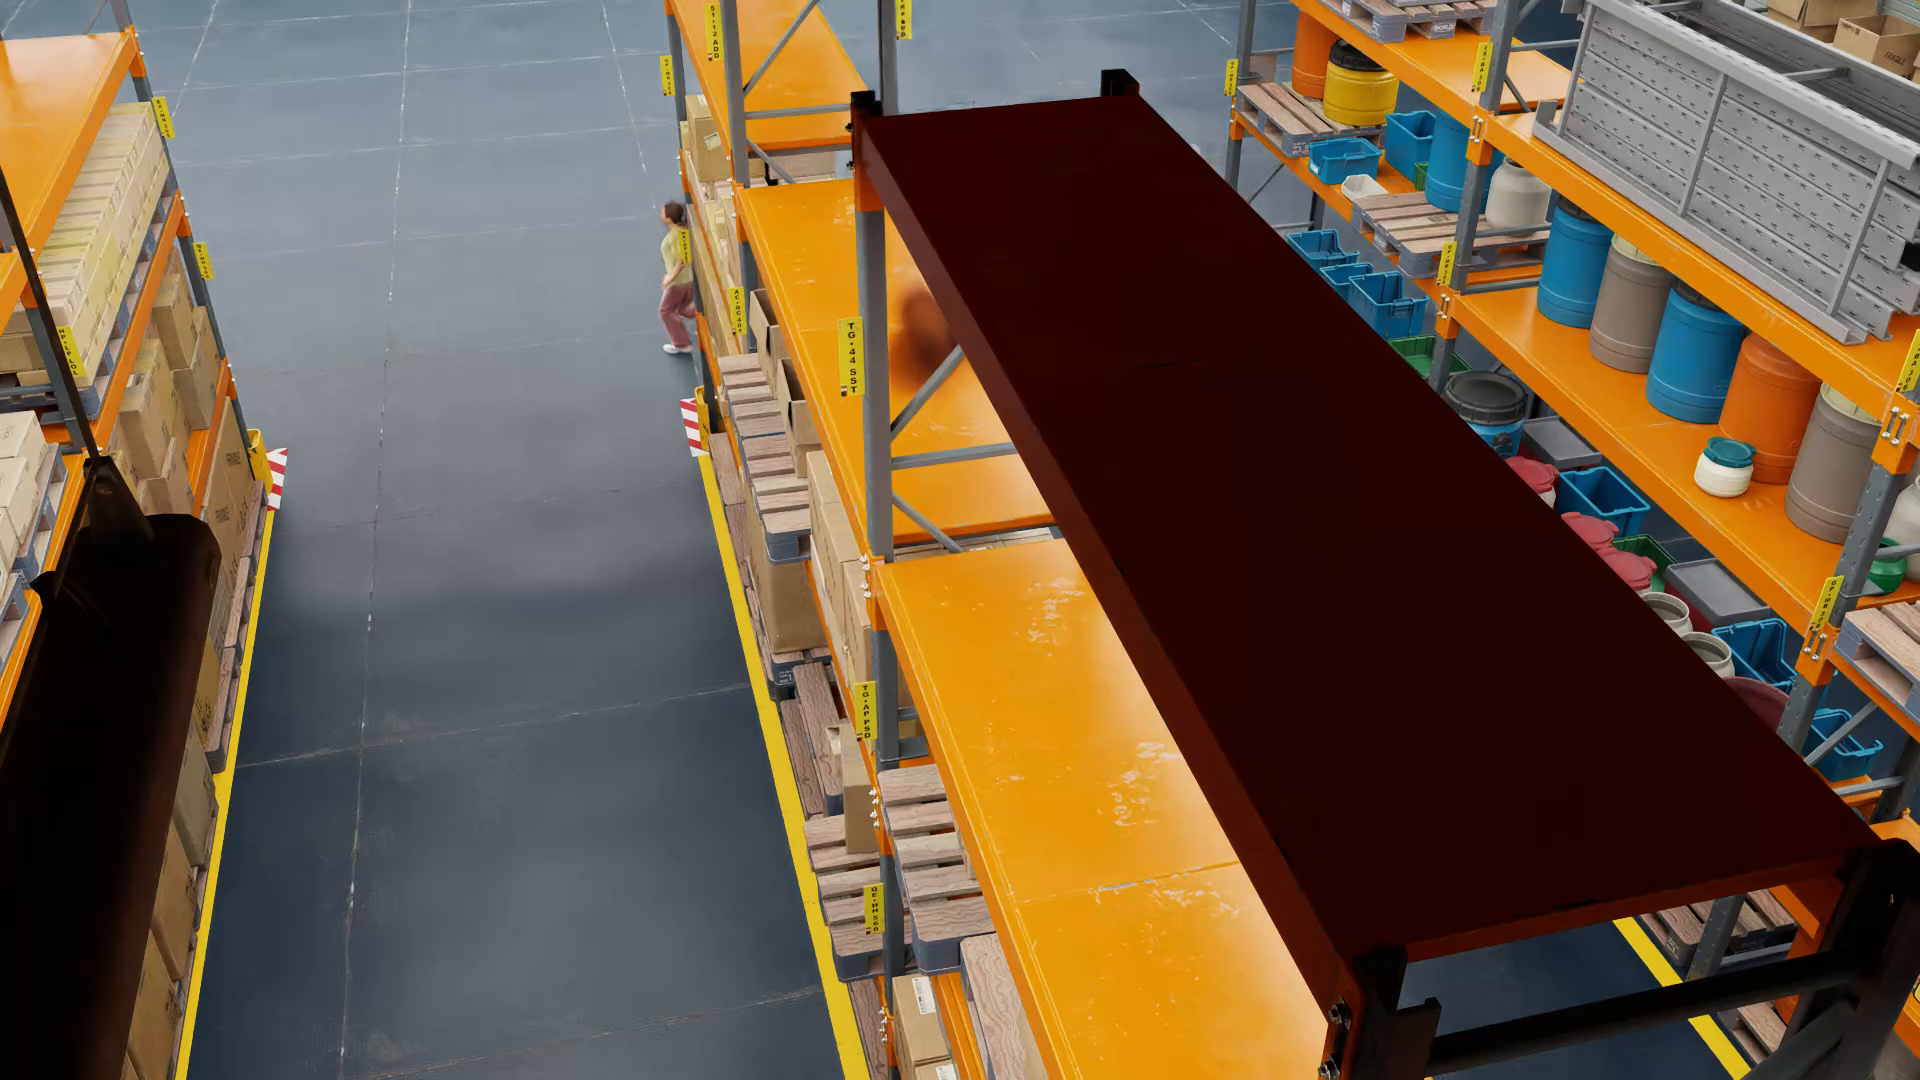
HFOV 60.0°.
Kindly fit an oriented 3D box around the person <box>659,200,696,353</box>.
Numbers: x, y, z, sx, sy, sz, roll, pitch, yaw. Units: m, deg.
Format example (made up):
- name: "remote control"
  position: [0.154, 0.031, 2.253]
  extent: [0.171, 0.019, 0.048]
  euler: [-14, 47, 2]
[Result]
- name: "person"
  position: [-2.662, -2.570, 16.418]
  extent: [0.720, 1.626, 0.553]
  euler: [7, 35, 10]
